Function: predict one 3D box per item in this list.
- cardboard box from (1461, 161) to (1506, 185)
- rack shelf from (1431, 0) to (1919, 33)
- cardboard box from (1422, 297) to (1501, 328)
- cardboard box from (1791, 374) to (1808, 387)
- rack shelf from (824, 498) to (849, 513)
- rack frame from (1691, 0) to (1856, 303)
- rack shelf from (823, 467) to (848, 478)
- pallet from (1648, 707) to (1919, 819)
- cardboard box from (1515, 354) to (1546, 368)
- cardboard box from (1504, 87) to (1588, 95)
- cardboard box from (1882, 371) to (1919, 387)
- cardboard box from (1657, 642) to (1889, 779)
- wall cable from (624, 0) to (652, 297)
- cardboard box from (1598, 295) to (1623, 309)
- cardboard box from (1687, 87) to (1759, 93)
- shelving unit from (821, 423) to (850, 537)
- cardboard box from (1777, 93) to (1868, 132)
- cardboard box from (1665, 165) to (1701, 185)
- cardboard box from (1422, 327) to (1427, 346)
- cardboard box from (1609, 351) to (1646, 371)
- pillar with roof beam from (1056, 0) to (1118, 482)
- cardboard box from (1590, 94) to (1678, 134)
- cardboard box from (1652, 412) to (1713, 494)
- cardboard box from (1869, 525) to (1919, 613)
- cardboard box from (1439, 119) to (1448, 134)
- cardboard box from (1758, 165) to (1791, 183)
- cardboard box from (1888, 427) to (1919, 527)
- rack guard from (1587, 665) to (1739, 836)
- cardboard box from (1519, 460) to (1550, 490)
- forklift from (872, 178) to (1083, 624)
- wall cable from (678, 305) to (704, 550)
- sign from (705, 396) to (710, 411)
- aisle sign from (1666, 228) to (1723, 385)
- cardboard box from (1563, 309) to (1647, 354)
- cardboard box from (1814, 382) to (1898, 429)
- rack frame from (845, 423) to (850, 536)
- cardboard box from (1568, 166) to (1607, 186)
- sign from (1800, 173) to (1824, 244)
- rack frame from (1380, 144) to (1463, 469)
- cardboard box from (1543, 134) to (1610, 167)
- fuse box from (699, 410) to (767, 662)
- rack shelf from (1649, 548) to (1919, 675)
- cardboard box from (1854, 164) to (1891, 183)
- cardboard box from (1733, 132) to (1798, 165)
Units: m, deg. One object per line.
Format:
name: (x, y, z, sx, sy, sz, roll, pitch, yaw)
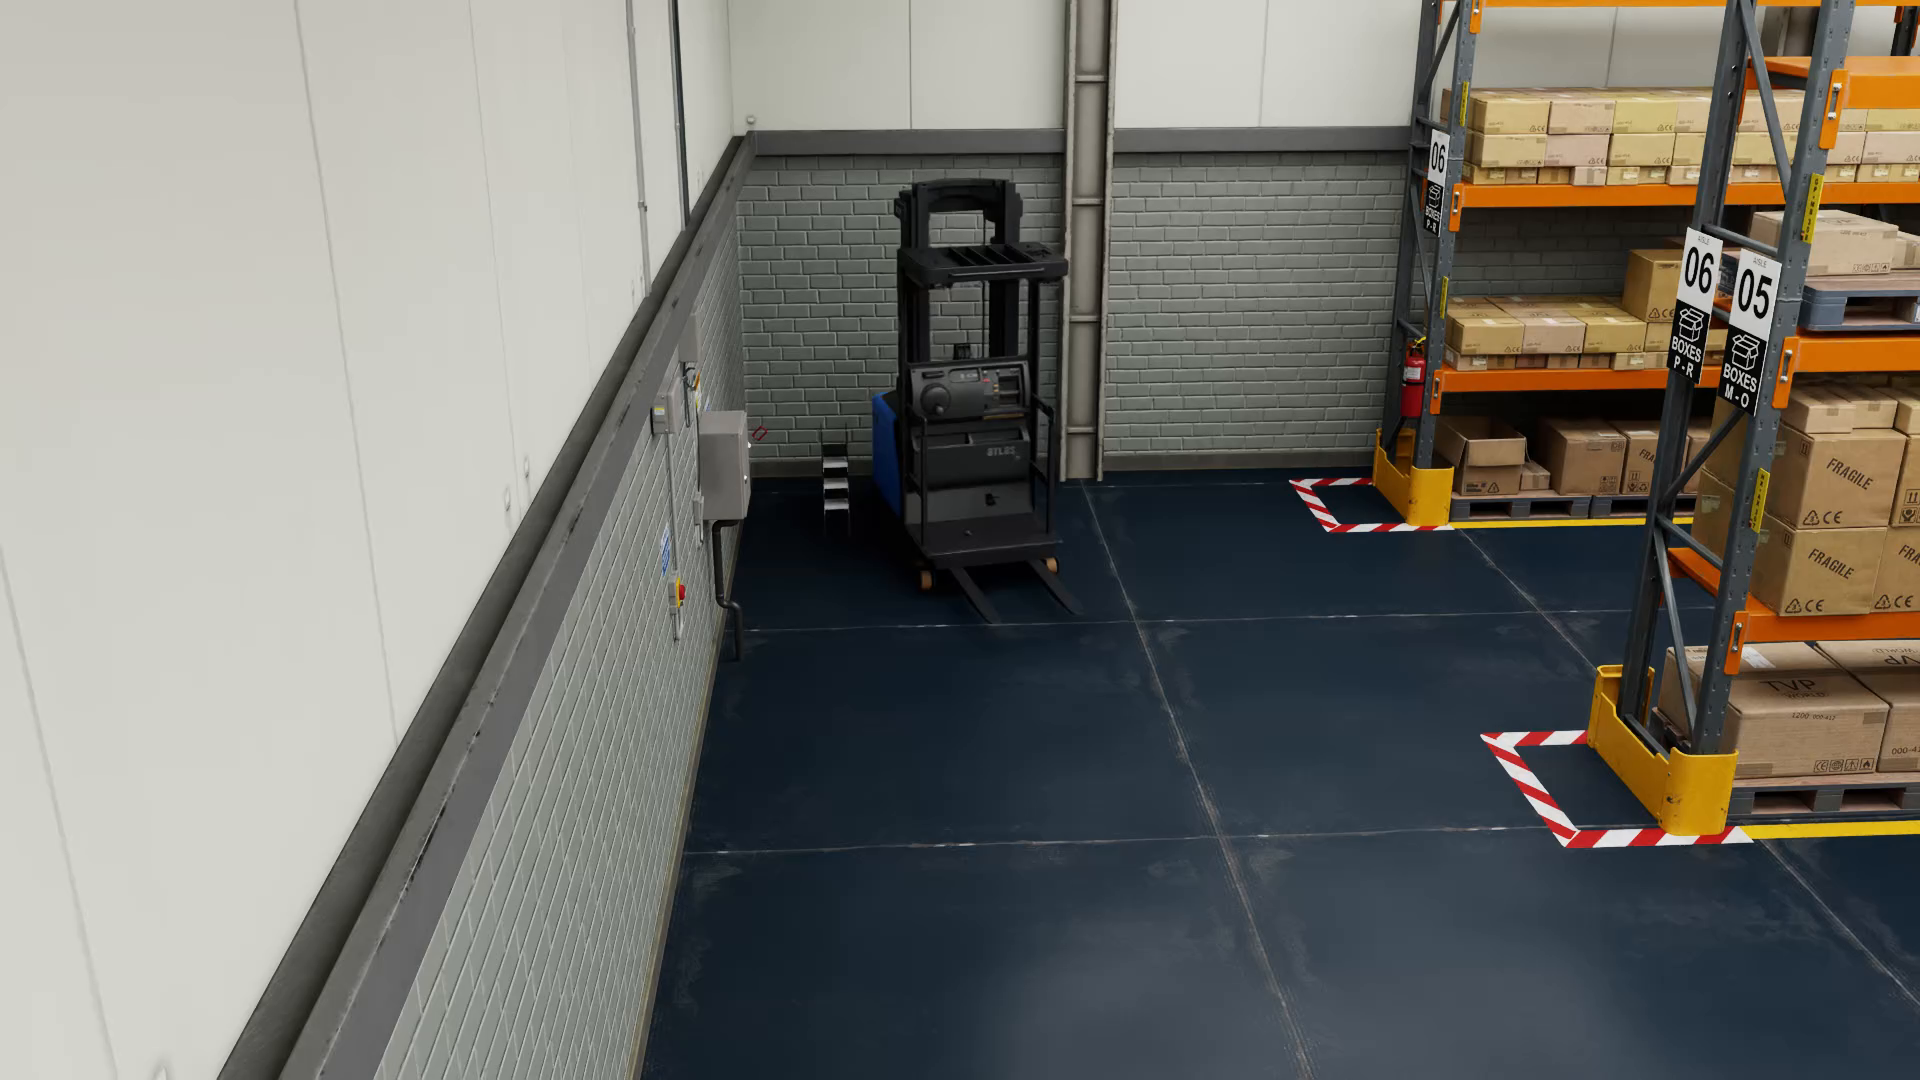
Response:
cardboard box: (4.158, -2.931, 13.242, 0.250, 0.149, 0.380, -1, 21, -2)
rack shelf: (5.823, -4.229, 13.098, 4.000, 0.370, 1.077, -1, 21, -3)
cardboard box: (4.271, -1.895, 14.177, 0.500, 0.250, 0.500, -1, 21, -1)
cardboard box: (4.461, -0.855, 9.194, 0.250, 0.149, 0.380, -1, 21, -2)
rack shelf: (-1.023, -0.295, 13.732, 0.200, 0.077, 0.258, -2, 21, -6)
rack frame: (4.114, -2.763, 8.232, 0.127, 3.000, 1.000, -1, 21, -3)
rack shelf: (-1.023, -0.548, 13.636, 0.200, 0.077, 0.258, -2, 21, -6)
pallet: (4.908, 1.299, 9.911, 1.213, 0.211, 1.003, -1, 21, -3)
cardboard box: (4.682, -1.554, 13.840, 0.250, 0.149, 0.380, -1, 21, -4)
cardboard box: (4.774, -3.546, 13.593, 0.500, 0.250, 0.500, -2, 21, -5)
cardboard box: (5.219, -0.895, 9.298, 0.250, 0.149, 0.380, -1, 21, -2)
cardboard box: (4.767, 0.992, 9.809, 0.875, 0.438, 0.875, -2, 21, -5)
wall cable: (-1.549, -2.548, 7.666, 0.029, 3.000, 0.463, -1, 21, -3)
cardboard box: (5.802, -1.924, 14.253, 0.500, 0.250, 0.500, -1, 21, -3)
cardboard box: (6.286, -3.573, 13.665, 0.500, 0.250, 0.500, -1, 21, -4)
shelving unit: (-1.023, -0.495, 13.656, 0.210, 0.900, 0.258, -2, 21, -6)
cardboard box: (6.824, -3.399, 13.208, 0.500, 0.250, 0.500, -1, 21, -4)
cardboard box: (5.694, -2.928, 13.233, 0.250, 0.149, 0.380, -1, 21, -3)
cardboard box: (4.142, -1.708, 14.243, 0.250, 0.149, 0.380, -1, 21, -4)
cardboard box: (5.460, -1.523, 13.759, 0.250, 0.149, 0.380, -2, 21, -5)
pillar with roof beam: (1.329, -3.263, 9.544, 0.400, 9.000, 9.100, -1, 21, -3)
cardboard box: (5.294, -3.366, 13.120, 0.500, 0.250, 0.500, -1, 21, -4)
cardboard box: (6.335, -0.754, 14.310, 0.500, 0.500, 0.700, -2, 21, -5)
cardboard box: (5.113, 0.066, 9.092, 0.500, 0.500, 0.500, -1, 21, -4)
cardboard box: (4.255, -3.299, 13.648, 0.500, 0.250, 0.500, -2, 21, -4)
cardboard box: (6.451, -2.972, 13.348, 0.250, 0.149, 0.380, 0, 21, -1)
cardboard box: (5.125, -0.395, 8.898, 0.500, 0.500, 0.500, -2, 21, -5)
rack guard: (4.090, 1.209, 9.743, 0.348, 0.500, 1.175, -1, 21, -3)
cardboard box: (4.869, -0.560, 14.294, 0.250, 0.149, 0.380, -2, 21, -5)
forklift: (0.139, -1.135, 12.482, 1.130, 2.935, 3.031, -6, 22, -14)
wall cable: (-1.607, -0.815, 10.119, 0.122, 1.984, 0.588, -1, 21, -3)
sign: (-1.724, -0.713, 11.411, 0.001, 0.494, 0.329, -1, 21, -3)
aisle sign: (4.024, -1.283, 9.122, 0.004, 0.787, 0.394, -1, 21, -3)
cardboard box: (5.304, -1.727, 13.734, 0.500, 0.250, 0.500, -2, 21, -4)
cardboard box: (4.742, -0.716, 8.829, 0.250, 0.149, 0.380, -1, 21, -2)
rack frame: (-0.922, -0.499, 13.667, 0.006, 0.900, 0.240, -2, 21, -6)
cardboard box: (4.930, -2.914, 13.195, 0.250, 0.149, 0.380, -1, 21, -2)
sign: (4.139, -1.610, 8.078, 0.005, 0.325, 0.100, -1, 21, -3)
rack frame: (3.827, -1.723, 13.931, 0.127, 3.000, 1.000, -1, 21, -3)
cardboard box: (4.792, -3.123, 13.186, 0.500, 0.250, 0.500, -1, 21, -2)
fuse box: (-1.489, 0.016, 11.174, 0.414, 1.711, 0.539, -1, 21, -3)
rack shelf: (6.111, 0.336, 9.534, 4.000, 0.370, 1.077, -1, 21, -3)
cardboard box: (7.233, -2.973, 13.350, 0.250, 0.149, 0.380, -1, 21, -3)
cardboard box: (6.322, -3.156, 13.271, 0.500, 0.250, 0.500, -1, 21, -2)
